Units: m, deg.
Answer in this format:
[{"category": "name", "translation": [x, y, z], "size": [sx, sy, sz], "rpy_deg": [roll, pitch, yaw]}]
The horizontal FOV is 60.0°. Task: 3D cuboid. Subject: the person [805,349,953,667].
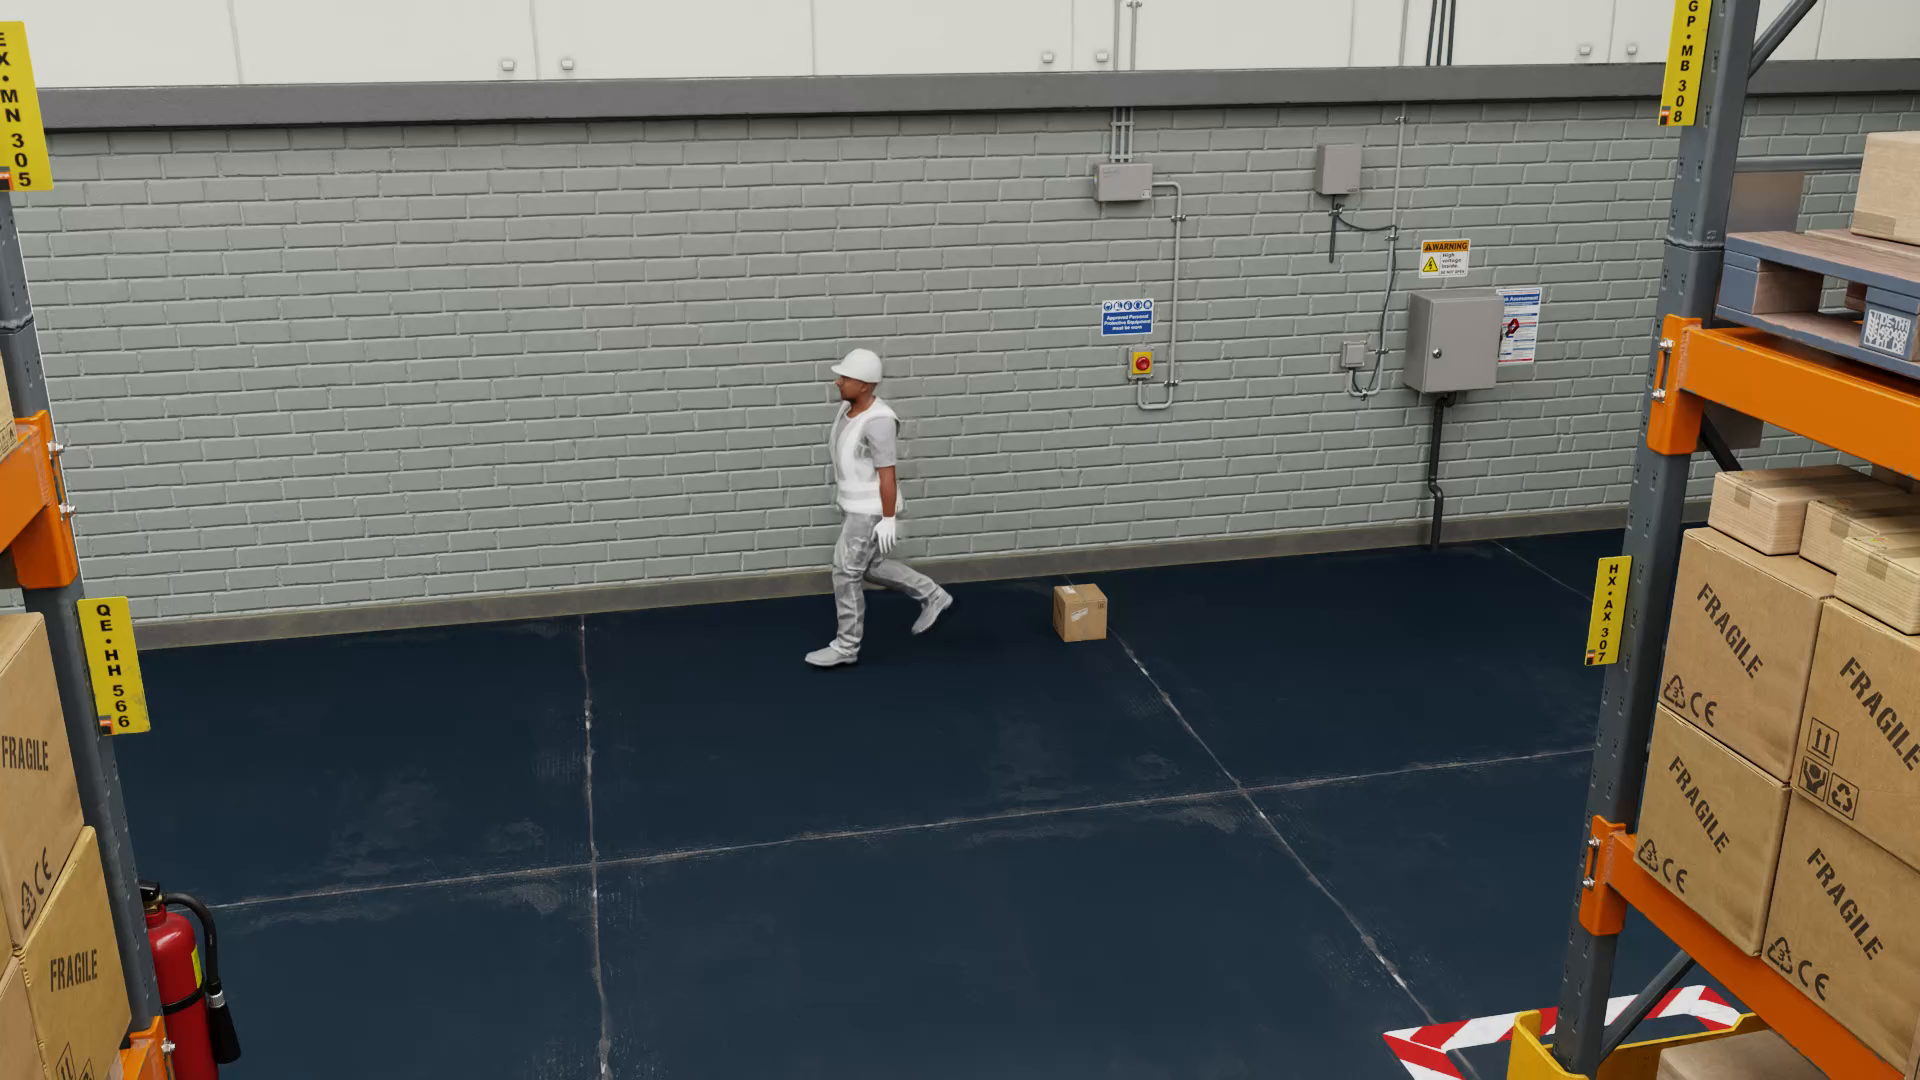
[{"category": "person", "translation": [-0.450, -0.192, 9.066], "size": [0.892, 1.762, 0.571], "rpy_deg": [-6, 20, -16]}]
